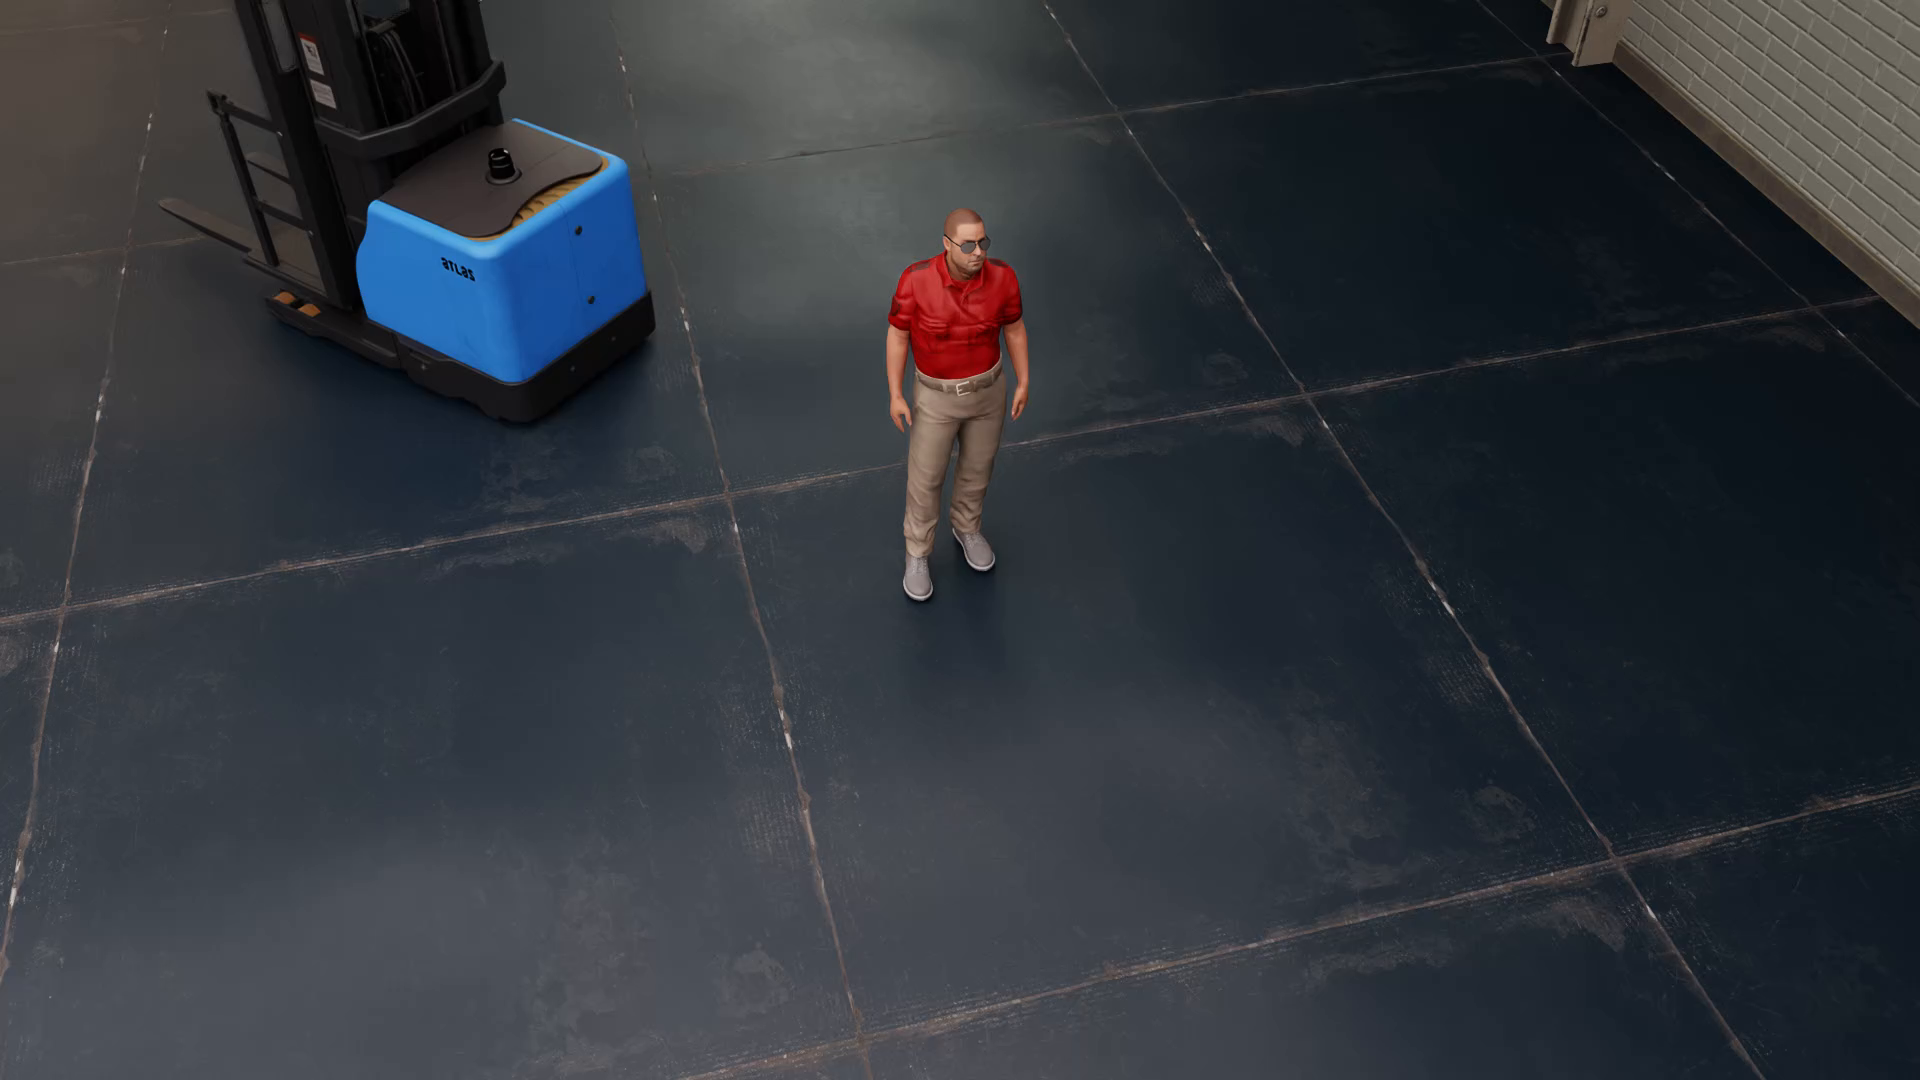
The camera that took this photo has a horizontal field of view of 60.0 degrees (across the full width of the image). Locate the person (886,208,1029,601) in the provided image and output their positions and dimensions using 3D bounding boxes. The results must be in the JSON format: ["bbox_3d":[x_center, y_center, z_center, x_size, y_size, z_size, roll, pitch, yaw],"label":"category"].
[{"bbox_3d":[0.012,-0.572,7.115,0.641,1.727,0.550,-10,44,-11],"label":"person"}]

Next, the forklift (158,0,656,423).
[{"bbox_3d":[-3.136,-2.444,8.231,3.031,2.935,1.130,24,49,24],"label":"forklift"}]
